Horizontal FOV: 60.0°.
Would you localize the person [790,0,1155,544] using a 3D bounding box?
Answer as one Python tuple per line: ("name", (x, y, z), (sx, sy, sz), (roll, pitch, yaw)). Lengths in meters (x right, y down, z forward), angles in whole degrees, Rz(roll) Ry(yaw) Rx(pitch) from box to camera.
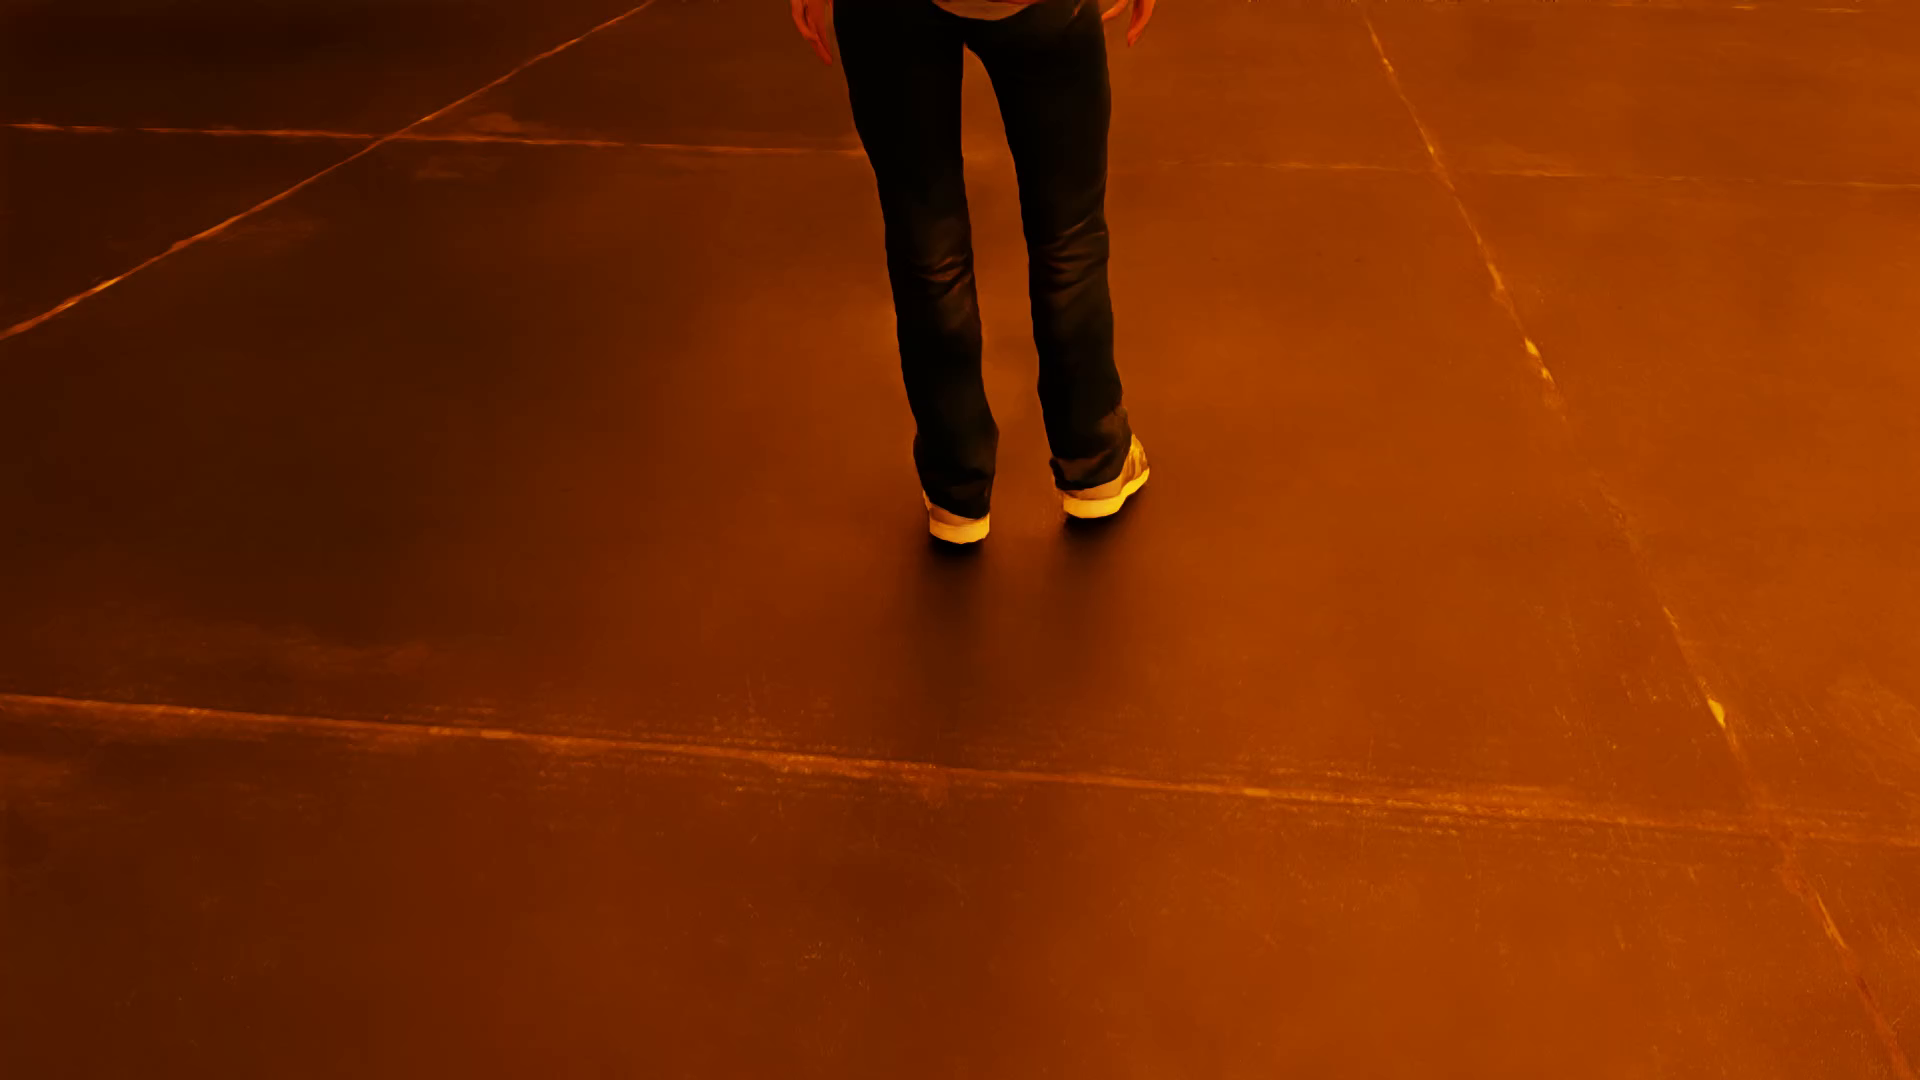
("person", (0.024, -0.753, 2.205), (0.520, 1.597, 0.474), (3, 27, 7))
